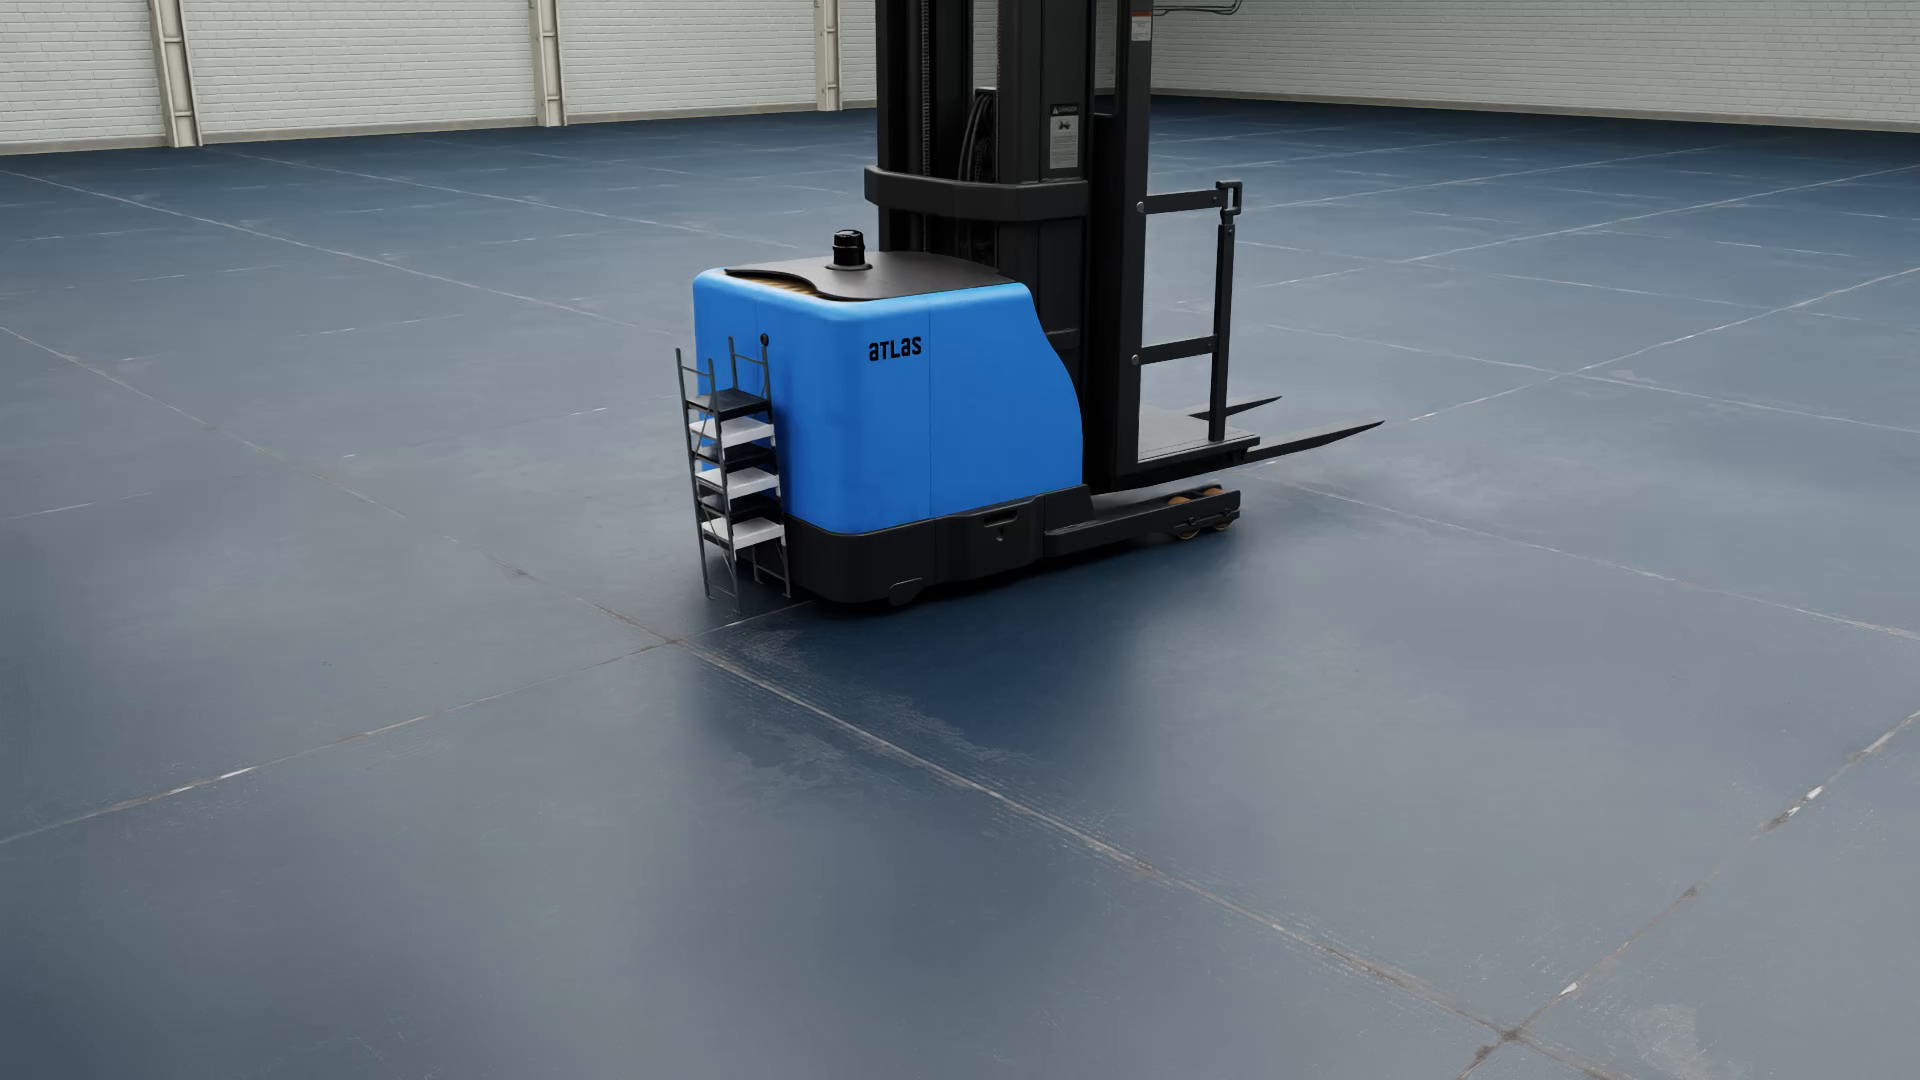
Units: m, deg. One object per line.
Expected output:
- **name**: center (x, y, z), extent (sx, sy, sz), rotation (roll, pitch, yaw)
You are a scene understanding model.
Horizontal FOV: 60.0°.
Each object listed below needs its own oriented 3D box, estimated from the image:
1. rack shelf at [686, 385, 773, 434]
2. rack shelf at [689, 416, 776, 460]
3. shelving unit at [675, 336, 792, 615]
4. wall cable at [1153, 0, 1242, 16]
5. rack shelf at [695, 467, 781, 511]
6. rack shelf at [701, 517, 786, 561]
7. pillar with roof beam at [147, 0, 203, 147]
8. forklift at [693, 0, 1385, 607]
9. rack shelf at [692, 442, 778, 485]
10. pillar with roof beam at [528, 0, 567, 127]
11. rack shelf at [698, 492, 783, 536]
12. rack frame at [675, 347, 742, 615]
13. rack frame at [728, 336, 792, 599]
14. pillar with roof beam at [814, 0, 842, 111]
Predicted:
- **rack shelf**: center (-0.783, -0.441, 5.599), extent (0.200, 0.077, 0.258), rotation (-18, 25, -34)
- **rack shelf**: center (-0.778, -0.357, 5.630), extent (0.200, 0.077, 0.258), rotation (-18, 25, -34)
- **shelving unit**: center (-0.769, -0.220, 5.681), extent (0.210, 0.900, 0.258), rotation (-18, 25, -34)
- **wall cable**: center (4.898, -12.658, 35.969), extent (0.112, 2.526, 3.097), rotation (-16, 24, -41)
- **rack shelf**: center (-0.767, -0.189, 5.693), extent (0.200, 0.077, 0.258), rotation (-18, 25, -34)
- **rack shelf**: center (-0.757, -0.021, 5.756), extent (0.200, 0.077, 0.258), rotation (-18, 25, -34)
- **pillar with roof beam**: center (-8.272, -9.028, 19.739), extent (0.400, 9.000, 9.100), rotation (-16, 24, -41)
- **forklift**: center (0.494, -1.512, 6.395), extent (3.031, 2.935, 1.130), rotation (-13, 22, -36)
- **rack shelf**: center (-0.773, -0.273, 5.662), extent (0.200, 0.077, 0.258), rotation (-18, 25, -34)
- **pillar with roof beam**: center (-3.912, -10.300, 23.661), extent (0.400, 9.000, 9.100), rotation (-16, 24, -41)
- **rack shelf**: center (-0.762, -0.105, 5.725), extent (0.200, 0.077, 0.258), rotation (-18, 25, -34)
- **rack frame**: center (-0.850, -0.194, 5.625), extent (0.006, 0.900, 0.240), rotation (-18, 25, -34)
- **rack frame**: center (-0.689, -0.246, 5.738), extent (0.006, 0.900, 0.240), rotation (-18, 25, -34)
- **pillar with roof beam**: center (0.447, -11.571, 27.582), extent (0.400, 9.000, 9.100), rotation (-16, 24, -41)
